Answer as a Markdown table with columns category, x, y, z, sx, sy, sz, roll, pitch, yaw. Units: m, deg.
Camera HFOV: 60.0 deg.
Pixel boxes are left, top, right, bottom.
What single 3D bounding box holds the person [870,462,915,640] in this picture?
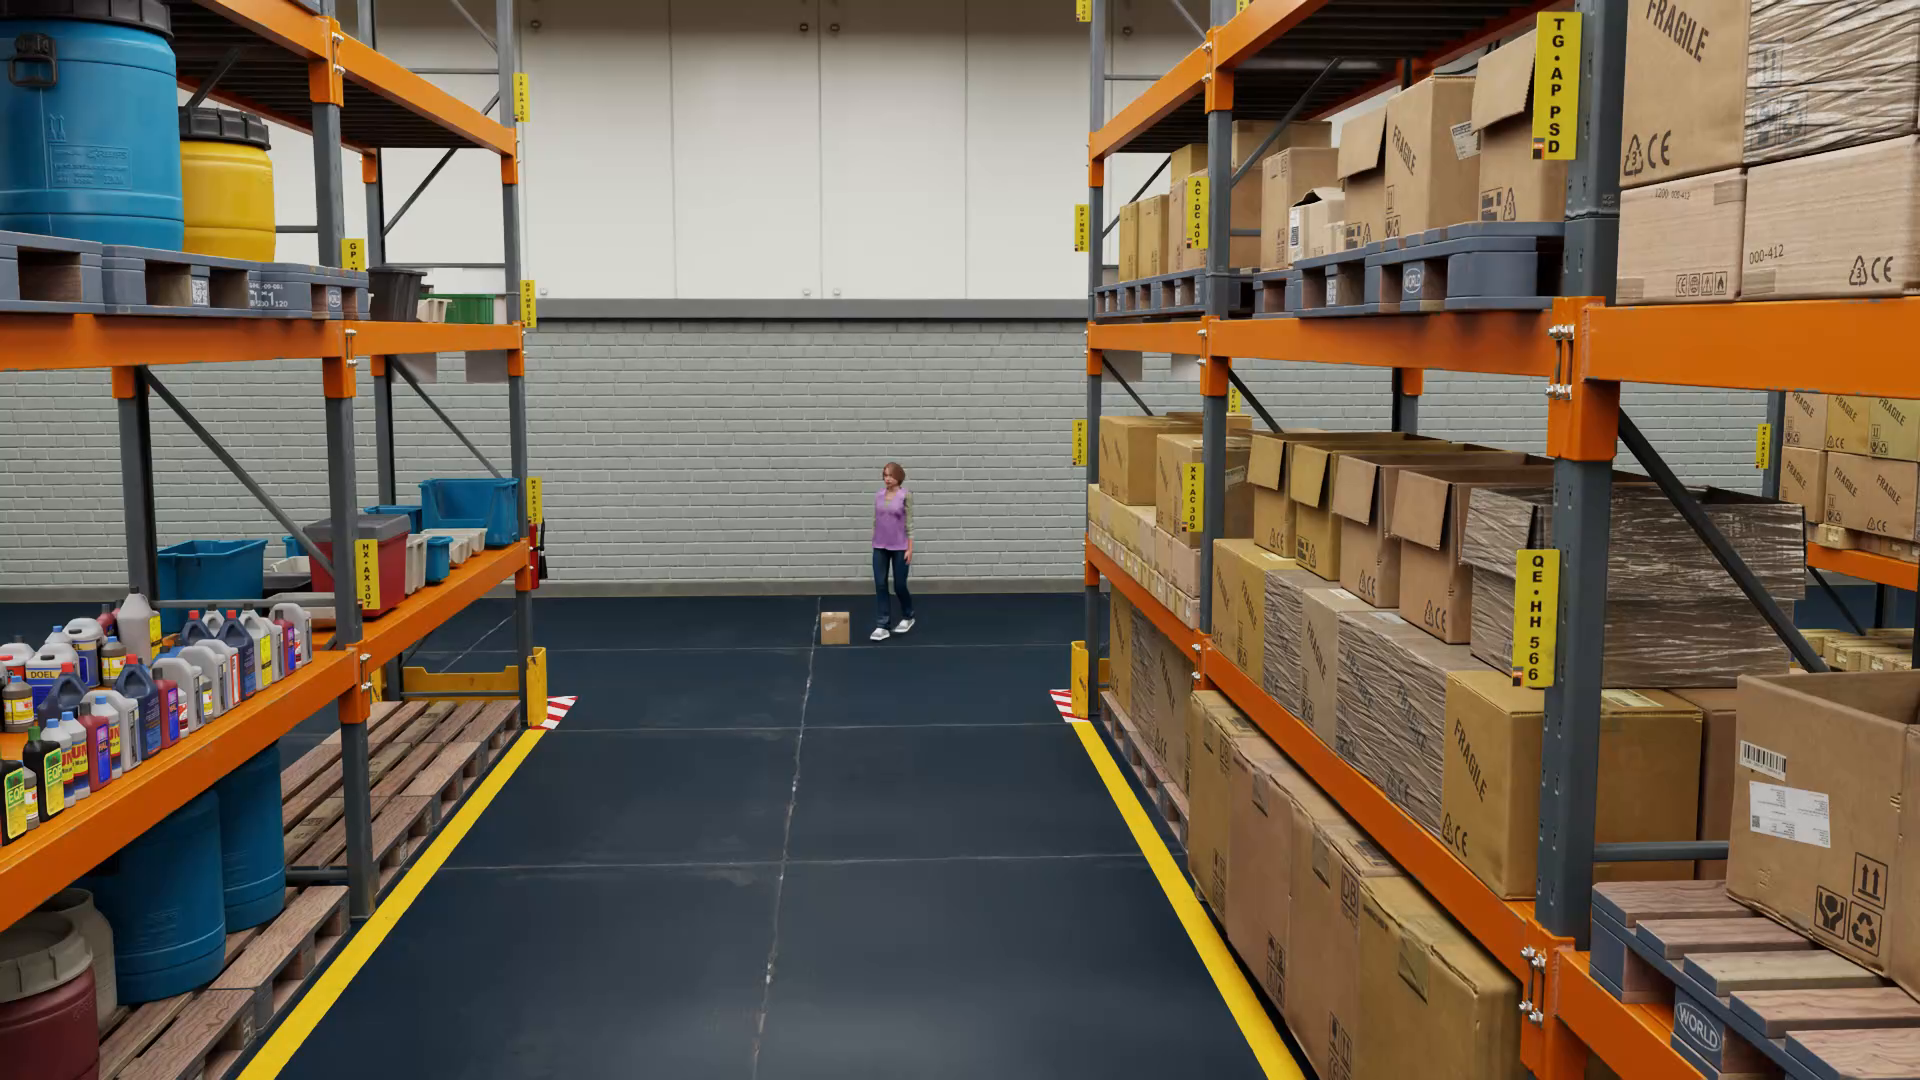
| category | x | y | z | sx | sy | sz | roll | pitch | yaw |
| --- | --- | --- | --- | --- | --- | --- | --- | --- | --- |
| person | -0.604 | 0.088 | 15.010 | 0.409 | 1.590 | 0.601 | 3 | 8 | 22 |
